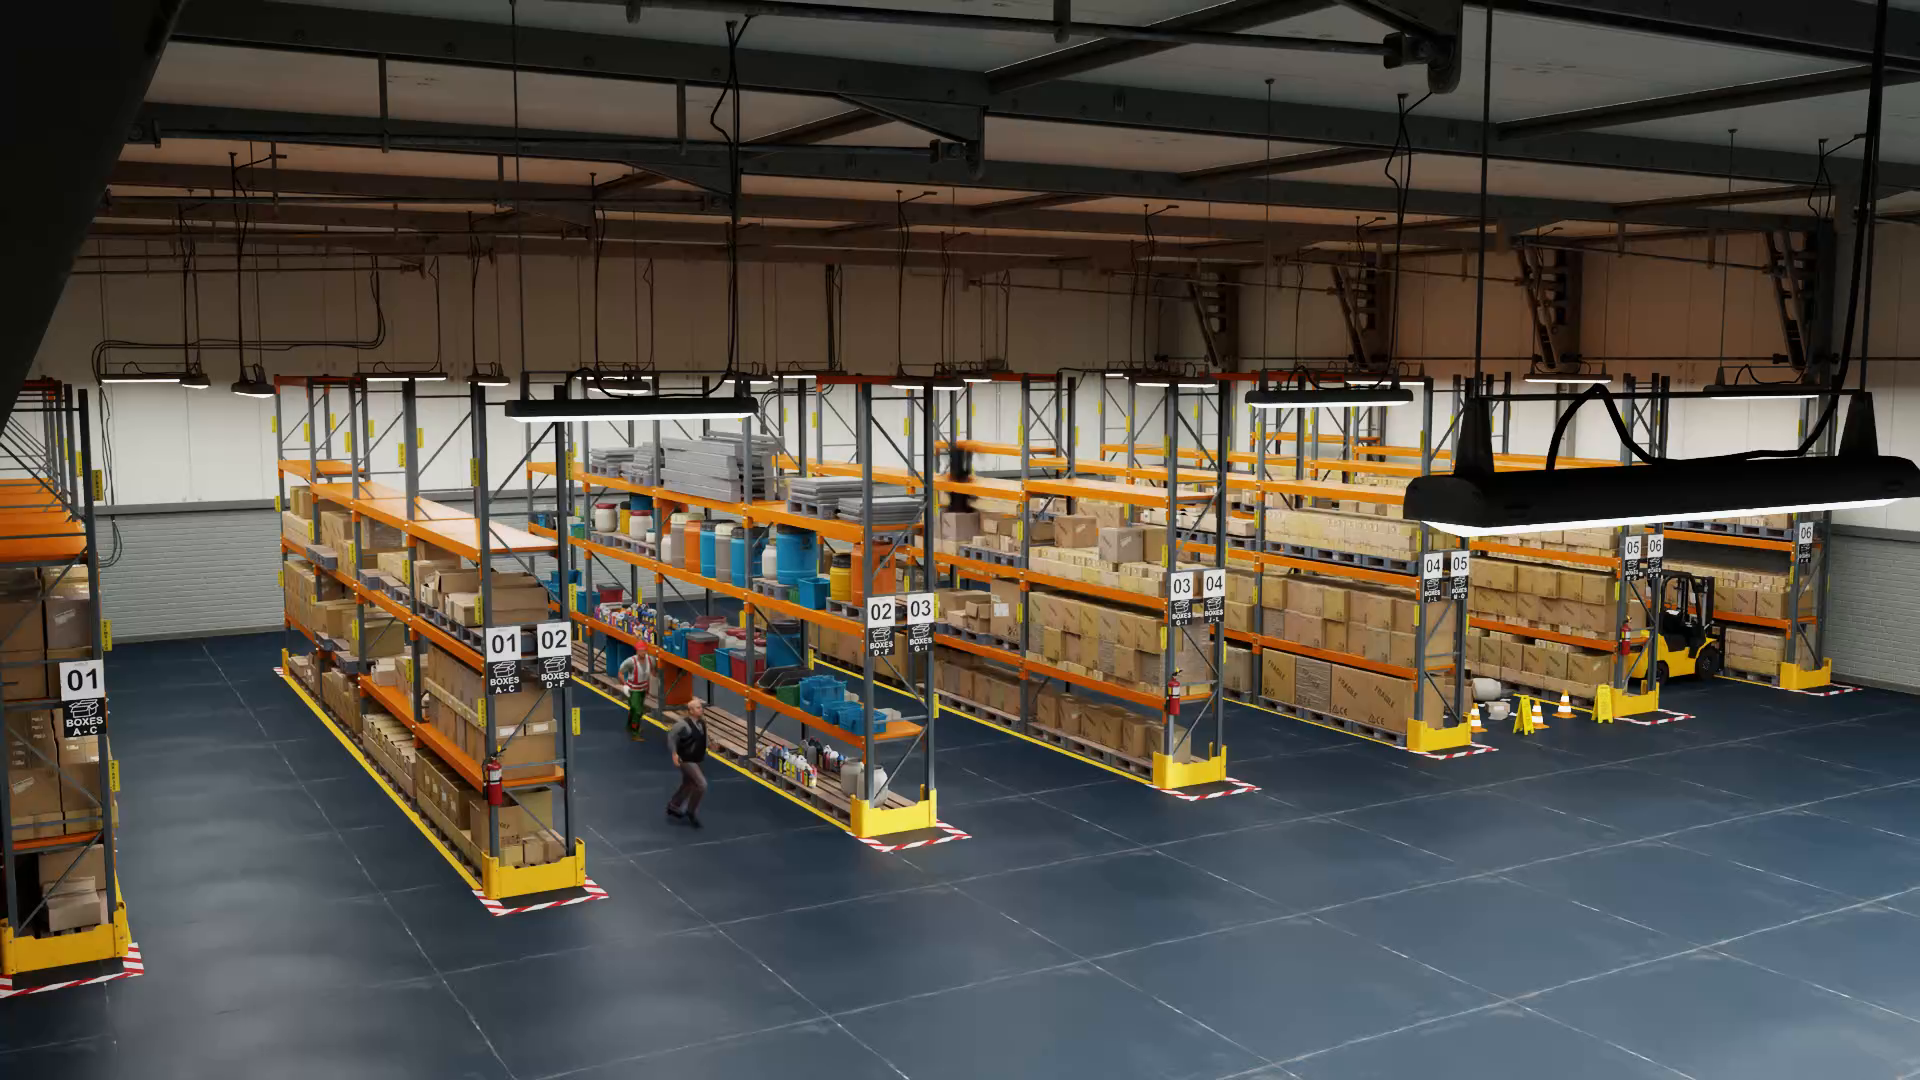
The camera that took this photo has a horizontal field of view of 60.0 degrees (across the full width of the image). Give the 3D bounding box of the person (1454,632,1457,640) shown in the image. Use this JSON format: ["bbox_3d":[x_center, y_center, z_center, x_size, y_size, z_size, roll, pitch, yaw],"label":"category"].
[{"bbox_3d":[10.548,1.536,36.289,0.670,1.680,0.715,-5,8,-41],"label":"person"}]

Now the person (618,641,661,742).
[{"bbox_3d":[-5.340,2.453,27.536,0.876,1.641,0.619,4,8,35],"label":"person"}]

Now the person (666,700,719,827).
[{"bbox_3d":[-3.672,3.031,22.608,0.834,1.736,0.608,3,7,22],"label":"person"}]
